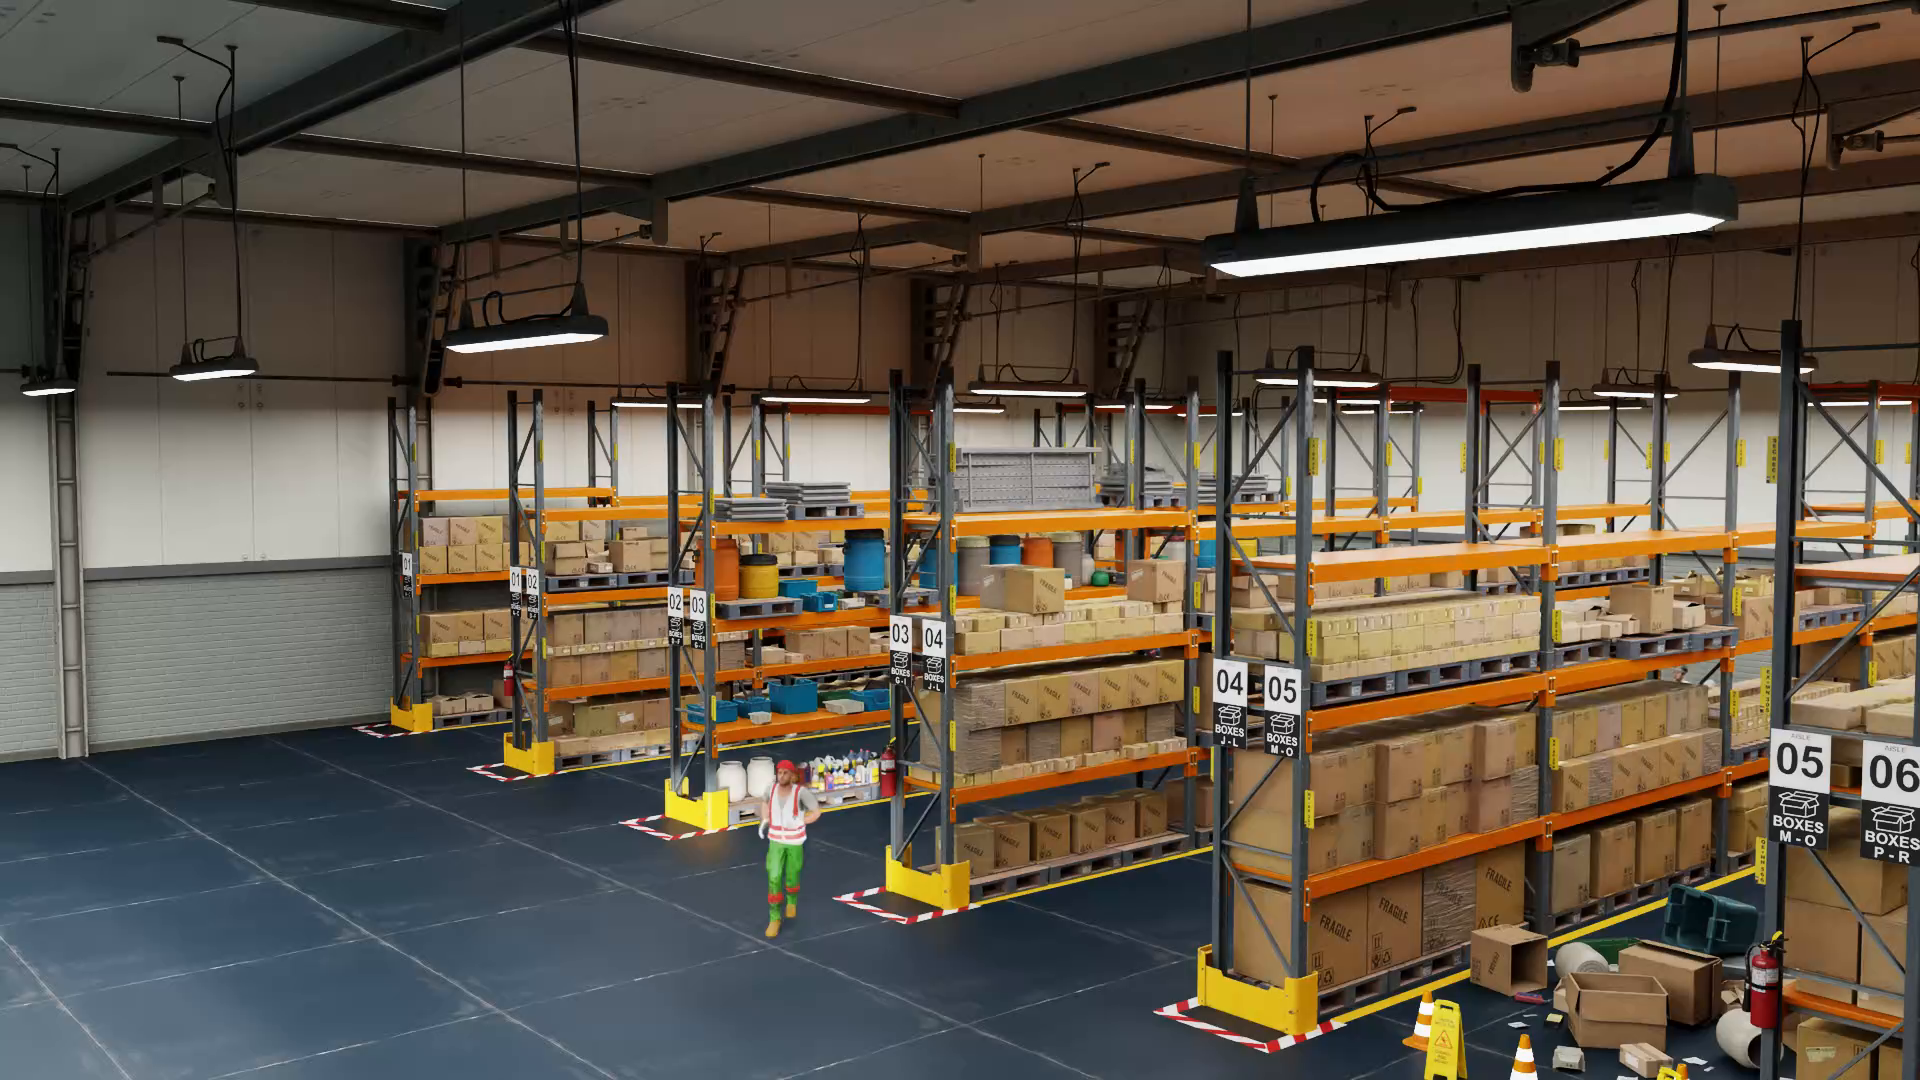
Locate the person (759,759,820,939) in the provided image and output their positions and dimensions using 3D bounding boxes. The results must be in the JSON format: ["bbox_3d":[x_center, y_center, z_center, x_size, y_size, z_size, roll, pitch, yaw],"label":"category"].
[{"bbox_3d":[-1.805,3.231,17.685,0.669,1.839,0.818,0,3,6],"label":"person"}]

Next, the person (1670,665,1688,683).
[{"bbox_3d":[11.511,2.802,26.658,0.597,1.639,0.577,3,5,44],"label":"person"}]

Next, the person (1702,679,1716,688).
[{"bbox_3d":[10.914,2.874,24.136,0.796,1.733,0.734,-3,4,-41],"label":"person"}]
